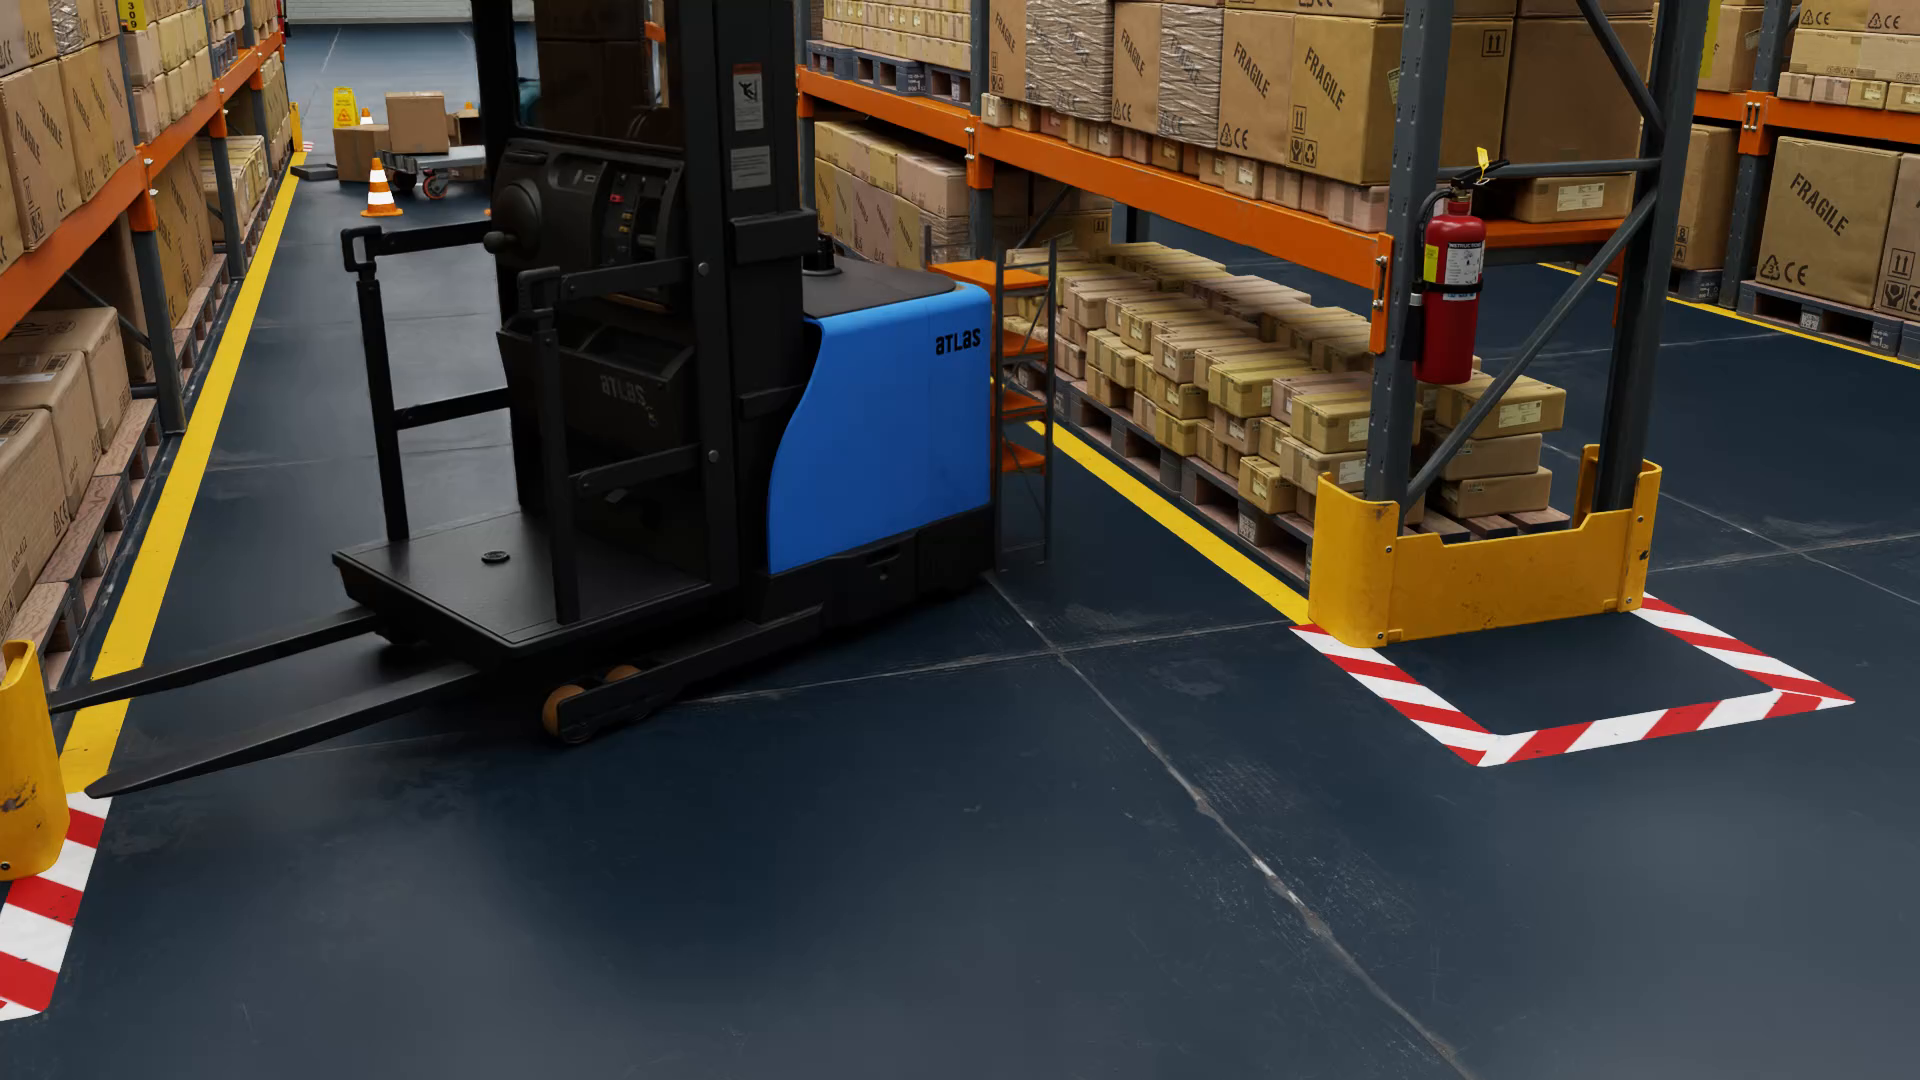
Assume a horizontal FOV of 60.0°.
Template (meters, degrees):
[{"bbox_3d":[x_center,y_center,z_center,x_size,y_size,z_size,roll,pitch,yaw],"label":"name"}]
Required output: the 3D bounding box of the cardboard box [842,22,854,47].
[{"bbox_3d":[-0.592,-3.453,11.343,0.380,0.149,0.250,-5,20,-14],"label":"cardboard box"}]

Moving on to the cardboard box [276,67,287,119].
[{"bbox_3d":[-7.226,-4.580,17.067,0.500,0.500,0.500,-6,21,-15],"label":"cardboard box"}]

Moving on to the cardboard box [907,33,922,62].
[{"bbox_3d":[-0.097,-2.946,9.931,0.380,0.149,0.250,-7,21,-20],"label":"cardboard box"}]

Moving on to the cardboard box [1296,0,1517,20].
[{"bbox_3d":[1.424,-1.922,5.263,0.500,0.500,0.500,-7,21,-18],"label":"cardboard box"}]

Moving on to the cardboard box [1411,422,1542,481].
[{"bbox_3d":[1.883,-0.335,6.069,0.380,0.149,0.250,-5,20,-15],"label":"cardboard box"}]

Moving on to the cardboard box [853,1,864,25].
[{"bbox_3d":[-0.496,-3.501,11.037,0.380,0.149,0.250,-6,21,-17],"label":"cardboard box"}]

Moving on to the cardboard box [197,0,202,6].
[{"bbox_3d":[-4.967,-3.532,10.186,0.500,0.500,0.500,-7,21,-19],"label":"cardboard box"}]

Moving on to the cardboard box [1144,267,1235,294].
[{"bbox_3d":[1.116,-1.228,8.115,0.380,0.149,0.250,-6,21,-15],"label":"cardboard box"}]

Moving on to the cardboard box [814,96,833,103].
[{"bbox_3d":[-1.095,-3.335,13.971,1.050,0.750,0.750,-6,21,-16],"label":"cardboard box"}]

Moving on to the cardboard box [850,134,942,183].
[{"bbox_3d":[-0.421,-2.515,10.950,0.500,0.250,0.500,-6,21,-17],"label":"cardboard box"}]

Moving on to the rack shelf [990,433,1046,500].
[{"bbox_3d":[0.103,-0.282,6.214,0.258,0.148,0.480,-12,23,-29],"label":"rack shelf"}]

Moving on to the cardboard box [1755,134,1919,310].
[{"bbox_3d":[5.418,-1.899,9.789,0.875,0.875,0.875,-6,21,-17],"label":"cardboard box"}]

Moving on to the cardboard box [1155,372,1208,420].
[{"bbox_3d":[1.027,-0.610,6.834,0.380,0.149,0.250,-6,21,-16],"label":"cardboard box"}]

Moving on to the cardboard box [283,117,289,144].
[{"bbox_3d":[-7.228,-4.226,17.190,0.500,0.250,0.500,-6,21,-17],"label":"cardboard box"}]

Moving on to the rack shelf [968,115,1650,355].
[{"bbox_3d":[1.175,-1.447,7.072,1.077,0.370,4.000,-6,21,-17],"label":"rack shelf"}]

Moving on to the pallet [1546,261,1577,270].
[{"bbox_3d":[4.585,-2.242,12.345,1.003,0.211,1.213,-6,21,-17],"label":"pallet"}]

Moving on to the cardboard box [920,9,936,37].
[{"bbox_3d":[-0.016,-3.005,9.656,0.380,0.149,0.250,-7,21,-19],"label":"cardboard box"}]

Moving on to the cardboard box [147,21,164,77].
[{"bbox_3d":[-4.182,-2.369,8.058,0.500,0.250,0.500,-6,21,-16],"label":"cardboard box"}]

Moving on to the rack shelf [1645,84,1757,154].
[{"bbox_3d":[4.658,-3.225,12.023,1.077,0.370,4.000,-6,21,-17],"label":"rack shelf"}]

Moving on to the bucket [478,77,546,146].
[{"bbox_3d":[-4.200,-3.968,15.621,0.726,0.611,0.620,1,30,2],"label":"bucket"}]

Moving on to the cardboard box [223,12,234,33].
[{"bbox_3d":[-5.905,-4.051,13.008,0.380,0.149,0.250,-6,21,-17],"label":"cardboard box"}]

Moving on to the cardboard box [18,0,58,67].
[{"bbox_3d":[-3.240,-1.777,5.299,0.500,0.500,0.500,-6,21,-17],"label":"cardboard box"}]

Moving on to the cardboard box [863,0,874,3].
[{"bbox_3d":[-0.420,-3.565,10.774,0.380,0.149,0.250,-5,20,-15],"label":"cardboard box"}]

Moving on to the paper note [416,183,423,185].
[{"bbox_3d":[-5.183,-3.390,15.811,0.148,0.019,0.142,-6,21,-17],"label":"paper note"}]

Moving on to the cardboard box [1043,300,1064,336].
[{"bbox_3d":[0.632,-1.127,8.273,0.380,0.149,0.250,-7,21,-18],"label":"cardboard box"}]

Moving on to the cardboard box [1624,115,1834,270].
[{"bbox_3d":[5.067,-2.323,10.969,1.225,0.875,0.875,-6,21,-17],"label":"cardboard box"}]

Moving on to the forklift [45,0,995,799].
[{"bbox_3d":[-1.272,-0.990,4.835,1.130,2.935,3.031,19,27,41],"label":"forklift"}]

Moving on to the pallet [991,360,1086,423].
[{"bbox_3d":[0.791,-0.903,8.619,1.003,0.211,1.213,-6,21,-17],"label":"pallet"}]

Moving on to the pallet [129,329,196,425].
[{"bbox_3d":[-4.435,-0.796,8.322,1.003,0.211,1.213,-6,21,-17],"label":"pallet"}]

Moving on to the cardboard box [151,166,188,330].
[{"bbox_3d":[-4.683,-1.546,8.806,0.875,0.875,0.875,-6,21,-16],"label":"cardboard box"}]

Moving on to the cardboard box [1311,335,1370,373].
[{"bbox_3d":[1.646,-0.725,6.714,0.380,0.149,0.250,-7,21,-20],"label":"cardboard box"}]

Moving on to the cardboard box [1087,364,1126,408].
[{"bbox_3d":[0.802,-0.720,7.581,0.380,0.149,0.250,-7,21,-19],"label":"cardboard box"}]

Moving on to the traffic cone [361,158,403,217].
[{"bbox_3d":[-4.917,-2.993,14.066,0.336,0.463,0.334,-6,21,-17],"label":"traffic cone"}]

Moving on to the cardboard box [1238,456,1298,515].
[{"bbox_3d":[1.263,-0.218,6.183,0.380,0.149,0.250,-6,21,-16],"label":"cardboard box"}]

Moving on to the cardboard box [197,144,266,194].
[{"bbox_3d":[-6.239,-2.999,13.595,0.950,0.372,0.625,-5,20,-14],"label":"cardboard box"}]

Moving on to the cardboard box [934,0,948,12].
[{"bbox_3d":[0.070,-3.064,9.381,0.380,0.149,0.250,-7,21,-19],"label":"cardboard box"}]

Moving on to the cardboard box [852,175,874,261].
[{"bbox_3d":[-0.404,-2.153,11.050,0.500,0.500,0.500,-7,21,-19],"label":"cardboard box"}]

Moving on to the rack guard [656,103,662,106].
[{"bbox_3d":[-3.233,-5.110,19.903,1.175,0.500,0.348,-6,21,-17],"label":"rack guard"}]

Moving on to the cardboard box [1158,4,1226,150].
[{"bbox_3d":[1.093,-1.775,6.334,0.500,0.500,0.500,-6,21,-17],"label":"cardboard box"}]

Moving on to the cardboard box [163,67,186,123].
[{"bbox_3d":[-4.319,-2.300,8.604,0.500,0.250,0.500,-7,21,-18],"label":"cardboard box"}]

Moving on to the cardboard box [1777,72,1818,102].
[{"bbox_3d":[5.064,-2.674,9.794,0.380,0.149,0.250,-6,21,-17],"label":"cardboard box"}]

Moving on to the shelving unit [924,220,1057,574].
[{"bbox_3d":[0.103,-0.532,6.124,0.258,1.200,0.503,-12,23,-29],"label":"shelving unit"}]

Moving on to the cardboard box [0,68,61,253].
[{"bbox_3d":[-3.070,-1.142,5.010,0.500,0.500,0.500,-7,21,-18],"label":"cardboard box"}]

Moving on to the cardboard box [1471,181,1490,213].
[{"bbox_3d":[1.894,-1.242,5.808,0.380,0.149,0.250,-6,21,-15],"label":"cardboard box"}]

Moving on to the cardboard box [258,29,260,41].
[{"bbox_3d":[-6.716,-4.694,15.419,0.380,0.149,0.250,-6,21,-16],"label":"cardboard box"}]

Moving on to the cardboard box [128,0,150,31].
[{"bbox_3d":[-3.986,-2.559,7.475,0.500,0.500,0.500,-6,21,-17],"label":"cardboard box"}]

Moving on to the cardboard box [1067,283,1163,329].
[{"bbox_3d":[0.721,-1.089,7.726,0.380,0.149,0.250,-6,21,-16],"label":"cardboard box"}]

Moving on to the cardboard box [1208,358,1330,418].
[{"bbox_3d":[1.170,-0.579,6.308,0.380,0.149,0.250,-7,21,-18],"label":"cardboard box"}]

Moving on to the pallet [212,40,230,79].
[{"bbox_3d":[-5.703,-3.280,11.394,1.213,0.211,1.003,-6,21,-17],"label":"pallet"}]

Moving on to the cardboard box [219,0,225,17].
[{"bbox_3d":[-5.644,-4.043,12.025,0.500,0.500,0.500,-6,21,-16],"label":"cardboard box"}]

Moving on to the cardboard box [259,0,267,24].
[{"bbox_3d":[-6.835,-5.115,15.633,0.500,0.500,0.500,-7,21,-18],"label":"cardboard box"}]

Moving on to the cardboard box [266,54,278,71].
[{"bbox_3d":[-7.057,-4.776,16.653,0.380,0.149,0.250,-5,20,-15],"label":"cardboard box"}]

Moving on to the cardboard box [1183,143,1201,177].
[{"bbox_3d":[1.112,-1.523,6.591,0.380,0.149,0.250,-7,21,-19],"label":"cardboard box"}]

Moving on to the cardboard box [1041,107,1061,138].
[{"bbox_3d":[0.610,-2.029,7.999,0.380,0.149,0.250,-7,21,-20],"label":"cardboard box"}]

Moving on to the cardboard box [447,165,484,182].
[{"bbox_3d":[-4.854,-3.639,16.155,0.396,0.266,0.258,12,23,30],"label":"cardboard box"}]

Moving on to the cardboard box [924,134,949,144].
[{"bbox_3d":[0.067,-2.568,11.096,0.500,0.250,0.500,-6,21,-16],"label":"cardboard box"}]
